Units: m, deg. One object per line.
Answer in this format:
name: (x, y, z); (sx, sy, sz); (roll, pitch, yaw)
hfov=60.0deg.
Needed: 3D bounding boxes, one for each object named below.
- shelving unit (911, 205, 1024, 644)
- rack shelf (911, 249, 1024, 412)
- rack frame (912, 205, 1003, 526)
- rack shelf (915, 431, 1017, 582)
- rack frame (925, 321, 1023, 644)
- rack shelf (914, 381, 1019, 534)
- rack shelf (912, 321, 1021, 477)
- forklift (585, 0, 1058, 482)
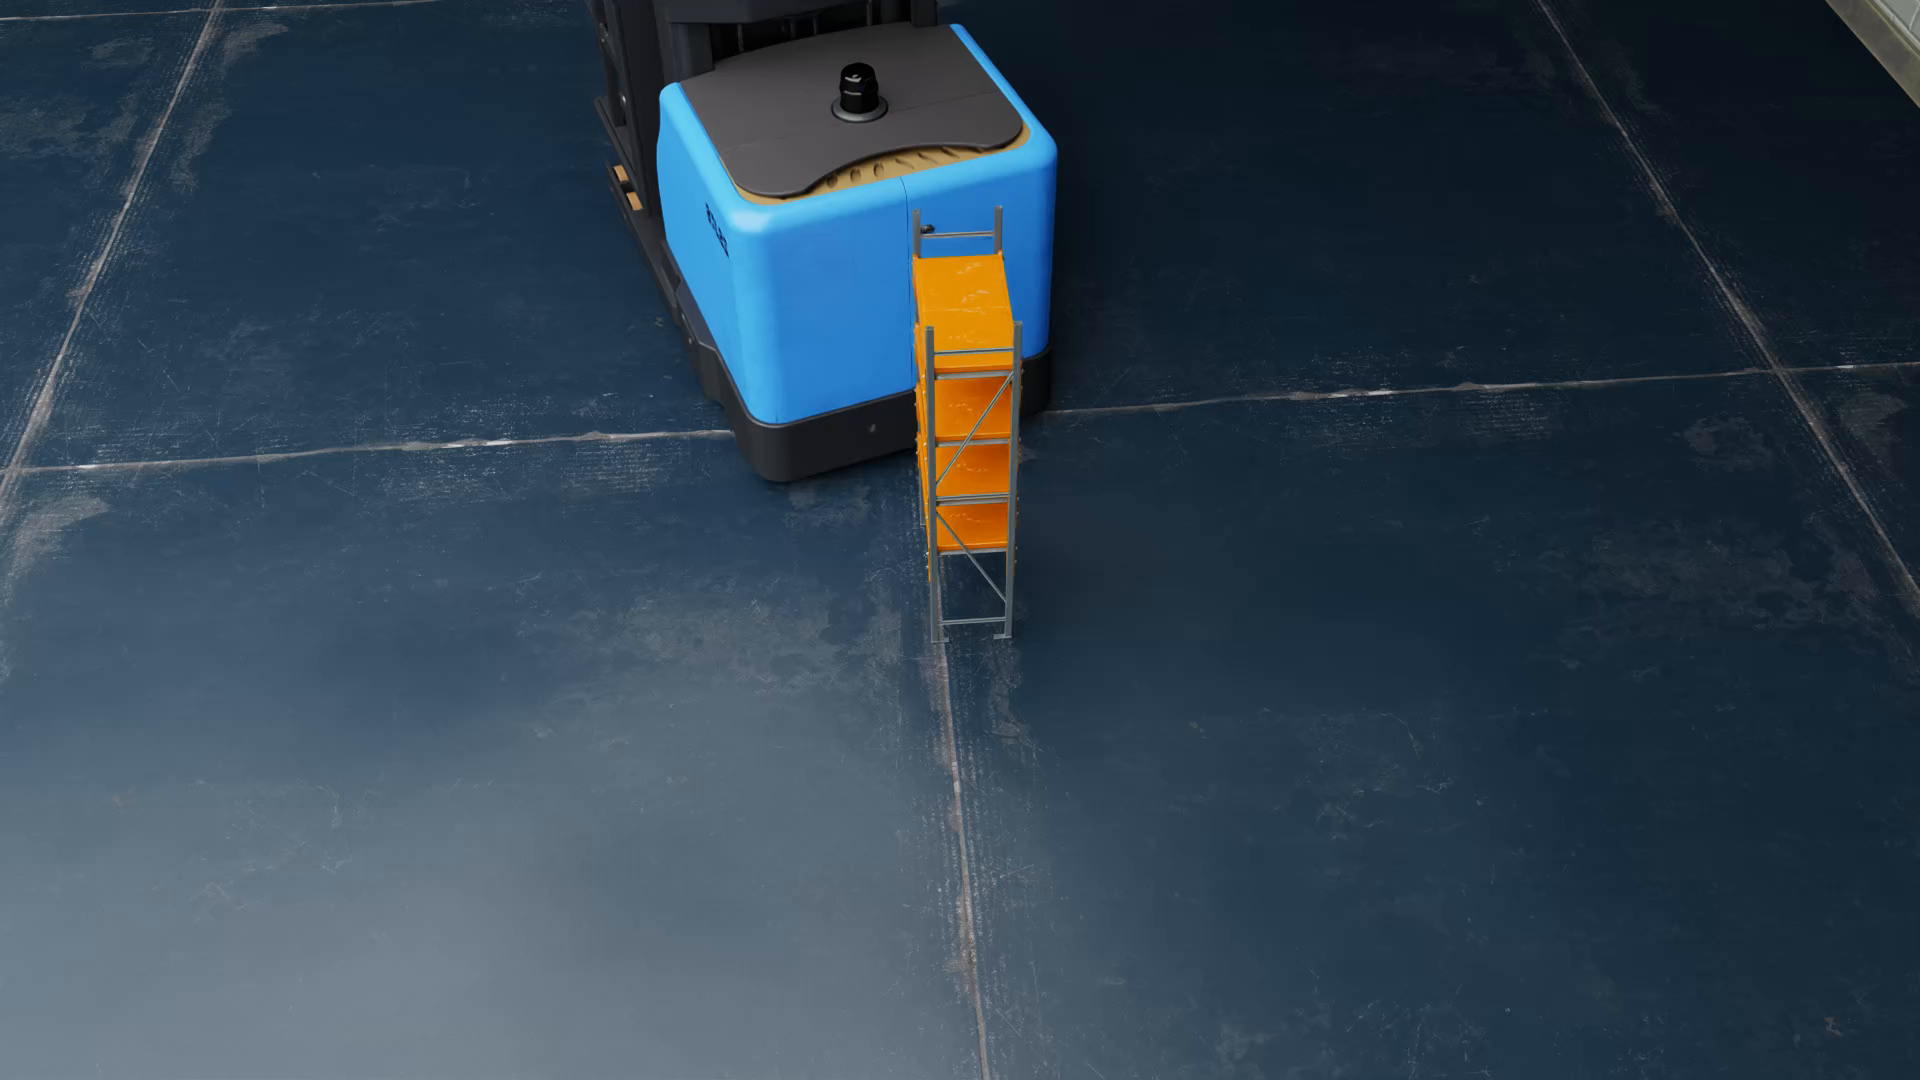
shelving unit: (0.014, -0.293, 4.701); (0.258, 1.200, 0.503); (-3, 47, -3)
rack shelf: (0.014, -0.563, 4.416); (0.258, 0.148, 0.480); (-3, 47, -3)
rack frame: (-0.007, -0.469, 4.868); (0.240, 1.200, 0.015); (-3, 47, -3)
rack shelf: (0.014, -0.110, 4.894); (0.258, 0.148, 0.480); (-3, 47, -3)
rack frame: (0.034, -0.116, 4.534); (0.240, 1.200, 0.015); (-3, 47, -3)
rack shelf: (0.014, -0.247, 4.750); (0.258, 0.148, 0.480); (-3, 47, -3)
rack shelf: (0.014, -0.400, 4.587); (0.258, 0.148, 0.480); (-3, 47, -3)
forklift: (-0.723, -2.281, 5.392); (1.130, 2.935, 3.031); (-17, 49, -15)
